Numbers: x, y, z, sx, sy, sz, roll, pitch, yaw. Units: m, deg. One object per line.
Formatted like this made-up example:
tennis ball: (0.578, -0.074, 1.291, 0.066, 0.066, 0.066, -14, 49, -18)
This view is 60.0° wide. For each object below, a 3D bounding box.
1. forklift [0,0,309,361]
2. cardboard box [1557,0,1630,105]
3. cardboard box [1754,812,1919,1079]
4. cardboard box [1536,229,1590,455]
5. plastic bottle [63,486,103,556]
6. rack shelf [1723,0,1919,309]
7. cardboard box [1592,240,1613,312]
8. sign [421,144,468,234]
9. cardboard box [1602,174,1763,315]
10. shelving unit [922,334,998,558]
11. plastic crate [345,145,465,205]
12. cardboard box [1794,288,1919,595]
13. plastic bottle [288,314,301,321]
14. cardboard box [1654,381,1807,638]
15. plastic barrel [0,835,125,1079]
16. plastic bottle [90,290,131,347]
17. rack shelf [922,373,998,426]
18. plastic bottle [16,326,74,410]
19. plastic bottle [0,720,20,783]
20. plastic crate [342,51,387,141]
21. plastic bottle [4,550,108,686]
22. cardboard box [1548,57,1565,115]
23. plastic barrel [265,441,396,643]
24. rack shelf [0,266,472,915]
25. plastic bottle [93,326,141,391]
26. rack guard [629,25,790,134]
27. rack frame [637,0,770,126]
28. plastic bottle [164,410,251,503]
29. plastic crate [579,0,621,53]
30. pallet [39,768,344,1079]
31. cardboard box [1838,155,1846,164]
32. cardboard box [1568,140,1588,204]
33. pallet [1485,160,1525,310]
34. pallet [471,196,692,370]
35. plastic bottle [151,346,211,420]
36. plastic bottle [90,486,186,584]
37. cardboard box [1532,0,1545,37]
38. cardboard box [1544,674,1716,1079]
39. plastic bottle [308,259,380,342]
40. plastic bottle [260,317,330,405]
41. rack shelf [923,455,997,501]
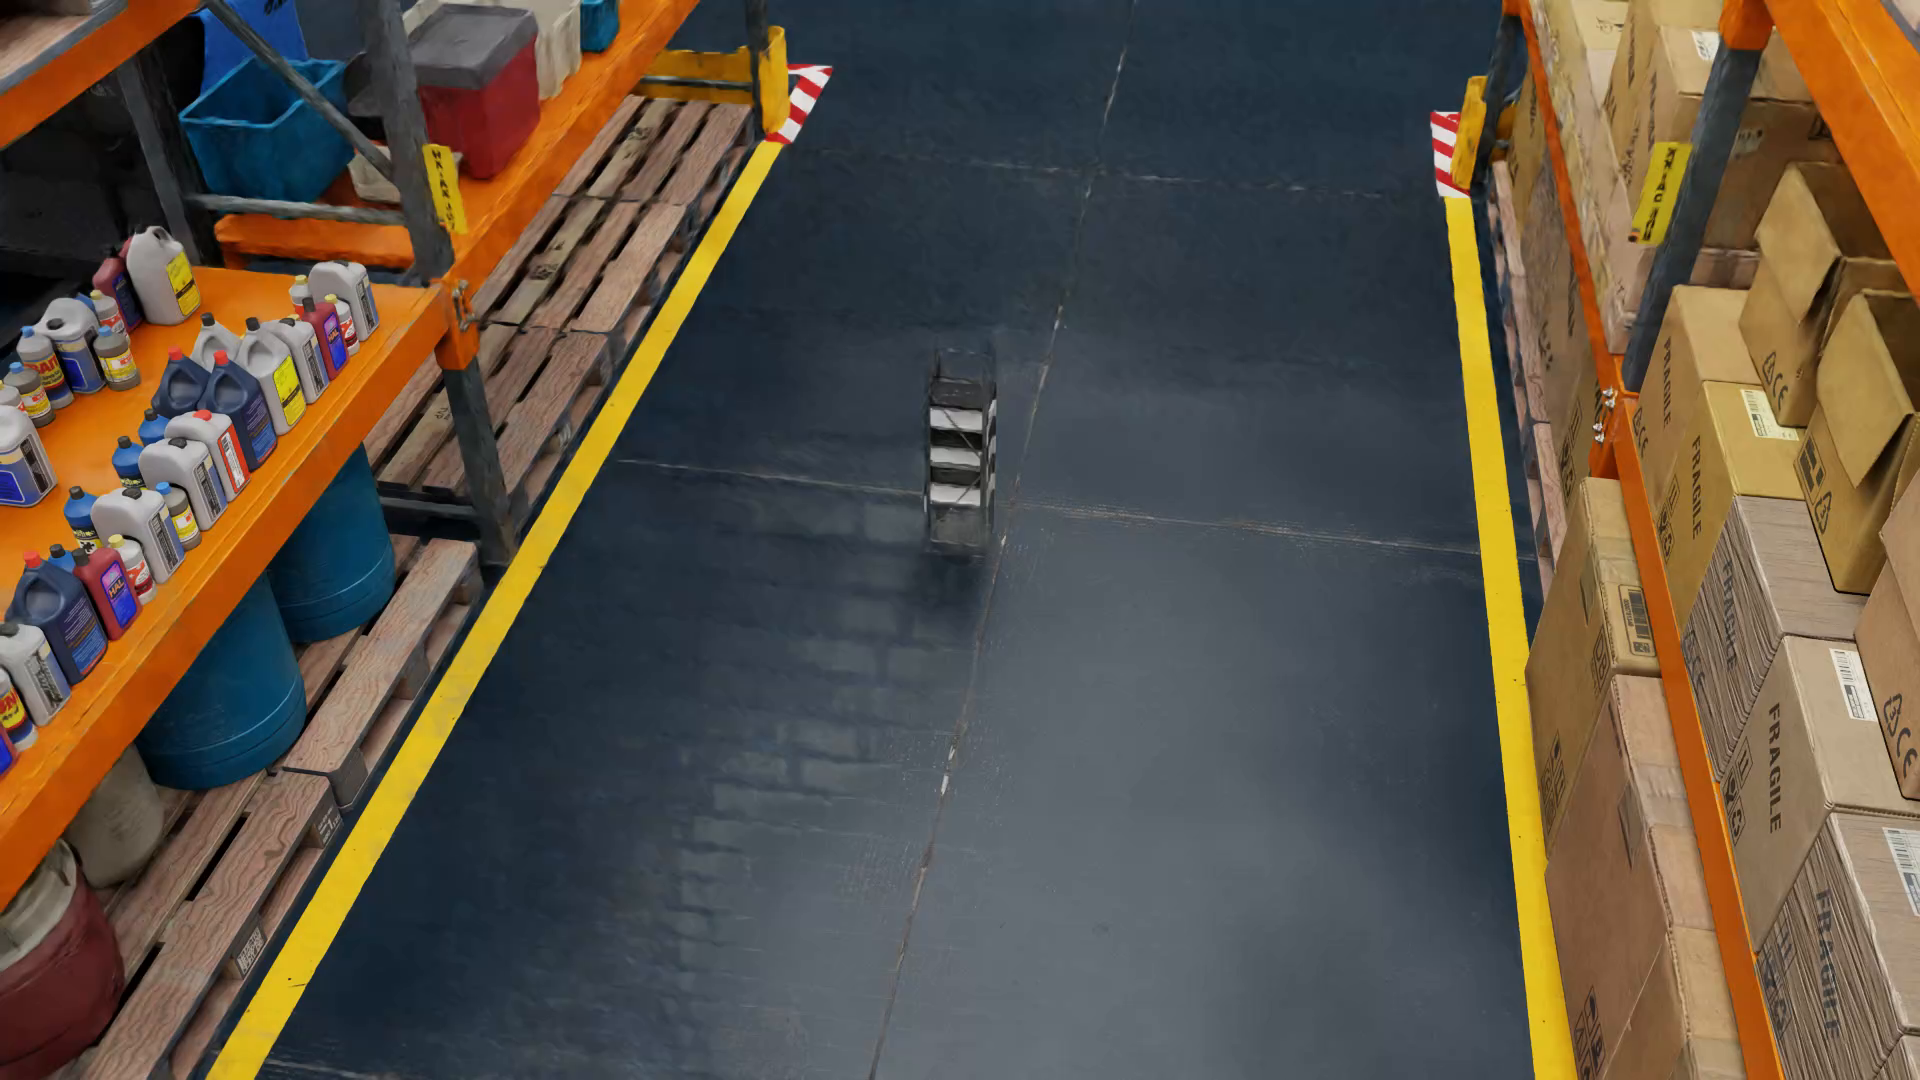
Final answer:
forklift: (-4.380, -2.517, 7.494, 1.130, 2.935, 3.031, 9, 40, 10)
cardboard box: (2.685, -1.917, 6.599, 0.500, 0.250, 0.500, 6, 40, 7)
cardboard box: (1.928, 0.905, 3.223, 0.500, 0.500, 0.500, 5, 40, 6)
cardboard box: (2.949, -0.905, 6.828, 0.875, 0.875, 0.875, 6, 40, 8)
plastic bottle: (-2.367, -0.031, 4.535, 0.097, 0.271, 0.097, 0, 40, 0)
rack shelf: (2.254, -0.215, 2.867, 1.077, 0.370, 4.000, 6, 40, 8)
cardboard box: (2.375, -0.884, 5.662, 0.380, 0.149, 0.250, 7, 40, 9)
sign: (-1.736, -1.182, 5.609, 0.100, 0.325, 0.005, 6, 40, 8)
cardboard box: (2.418, -0.954, 5.434, 0.500, 0.250, 0.500, 6, 40, 7)
shelving unit: (0.001, -0.352, 6.469, 0.258, 0.900, 0.210, 6, 40, 8)
plastic crate: (-2.056, -1.335, 6.171, 0.396, 0.136, 0.243, 6, 40, 8)
cardboard box: (2.368, -0.185, 3.754, 0.797, 0.503, 0.637, 7, 40, 8)
plastic bottle: (-2.104, -0.625, 5.308, 0.097, 0.201, 0.097, 0, 40, 0)
cardboard box: (2.189, -0.053, 4.382, 0.500, 0.500, 0.500, 6, 40, 8)
plastic barrel: (-2.707, 1.123, 4.601, 0.600, 0.588, 0.708, 6, 40, 8)
plastic bottle: (-2.786, -0.720, 5.422, 0.097, 0.201, 0.097, 0, 40, 0)
rack shelf: (0.001, -0.534, 6.319, 0.258, 0.077, 0.200, 6, 40, 8)
plastic bottle: (-2.843, -0.540, 5.150, 0.097, 0.271, 0.097, 0, 40, 0)
plastic bottle: (-2.332, 0.462, 3.929, 0.061, 0.283, 0.133, 6, 40, 8)
plastic crate: (-2.349, -1.787, 6.726, 0.437, 0.125, 0.590, 6, 40, 8)
plastic bottle: (-2.305, 0.186, 4.210, 0.144, 0.351, 0.185, 6, 40, 8)
cardboard box: (2.641, -1.853, 6.834, 0.380, 0.149, 0.250, 5, 40, 7)
plastic barrel: (-2.389, -0.151, 5.896, 0.600, 0.901, 0.708, 6, 40, 8)
rack shelf: (-2.624, 0.395, 4.483, 1.077, 0.370, 4.000, 6, 40, 8)
plastic bottle: (-2.670, -0.581, 5.254, 0.097, 0.201, 0.097, 0, 40, 0)
rack guard: (-1.594, -2.701, 9.625, 1.175, 0.500, 0.348, 6, 40, 8)
rack frame: (-1.585, -3.648, 8.808, 1.000, 3.000, 0.127, 6, 40, 8)
plastic bottle: (-2.178, -0.261, 4.809, 0.152, 0.276, 0.135, 6, 40, 8)
plastic crate: (-1.688, -2.289, 7.249, 0.416, 0.233, 0.300, 6, 40, 8)
pallet: (-2.661, 1.185, 5.151, 1.003, 0.211, 1.213, 6, 40, 8)
cardboard box: (2.935, -1.210, 5.155, 0.500, 0.500, 0.500, 6, 40, 8)
cardboard box: (2.508, -1.368, 6.248, 0.380, 0.149, 0.250, 7, 40, 9)
pallet: (3.231, -1.517, 8.419, 1.003, 0.211, 1.213, 6, 40, 8)
pallet: (-1.980, -1.296, 8.152, 1.003, 0.211, 1.213, 6, 40, 8)
plastic bottle: (-2.288, -0.405, 4.925, 0.144, 0.351, 0.185, 6, 40, 8)
plastic bottle: (-2.241, -0.031, 4.531, 0.152, 0.276, 0.135, 6, 40, 8)
cardboard box: (2.775, -2.333, 7.415, 0.380, 0.149, 0.250, 6, 40, 7)
cardboard box: (2.356, 1.030, 4.488, 1.225, 0.875, 0.875, 5, 40, 6)
plastic bottle: (-2.027, -0.807, 5.469, 0.152, 0.276, 0.135, 6, 40, 8)
plastic bottle: (-2.091, -0.577, 5.192, 0.152, 0.276, 0.135, 6, 40, 8)
rack shelf: (0.001, -0.257, 6.548, 0.258, 0.077, 0.200, 6, 40, 8)
